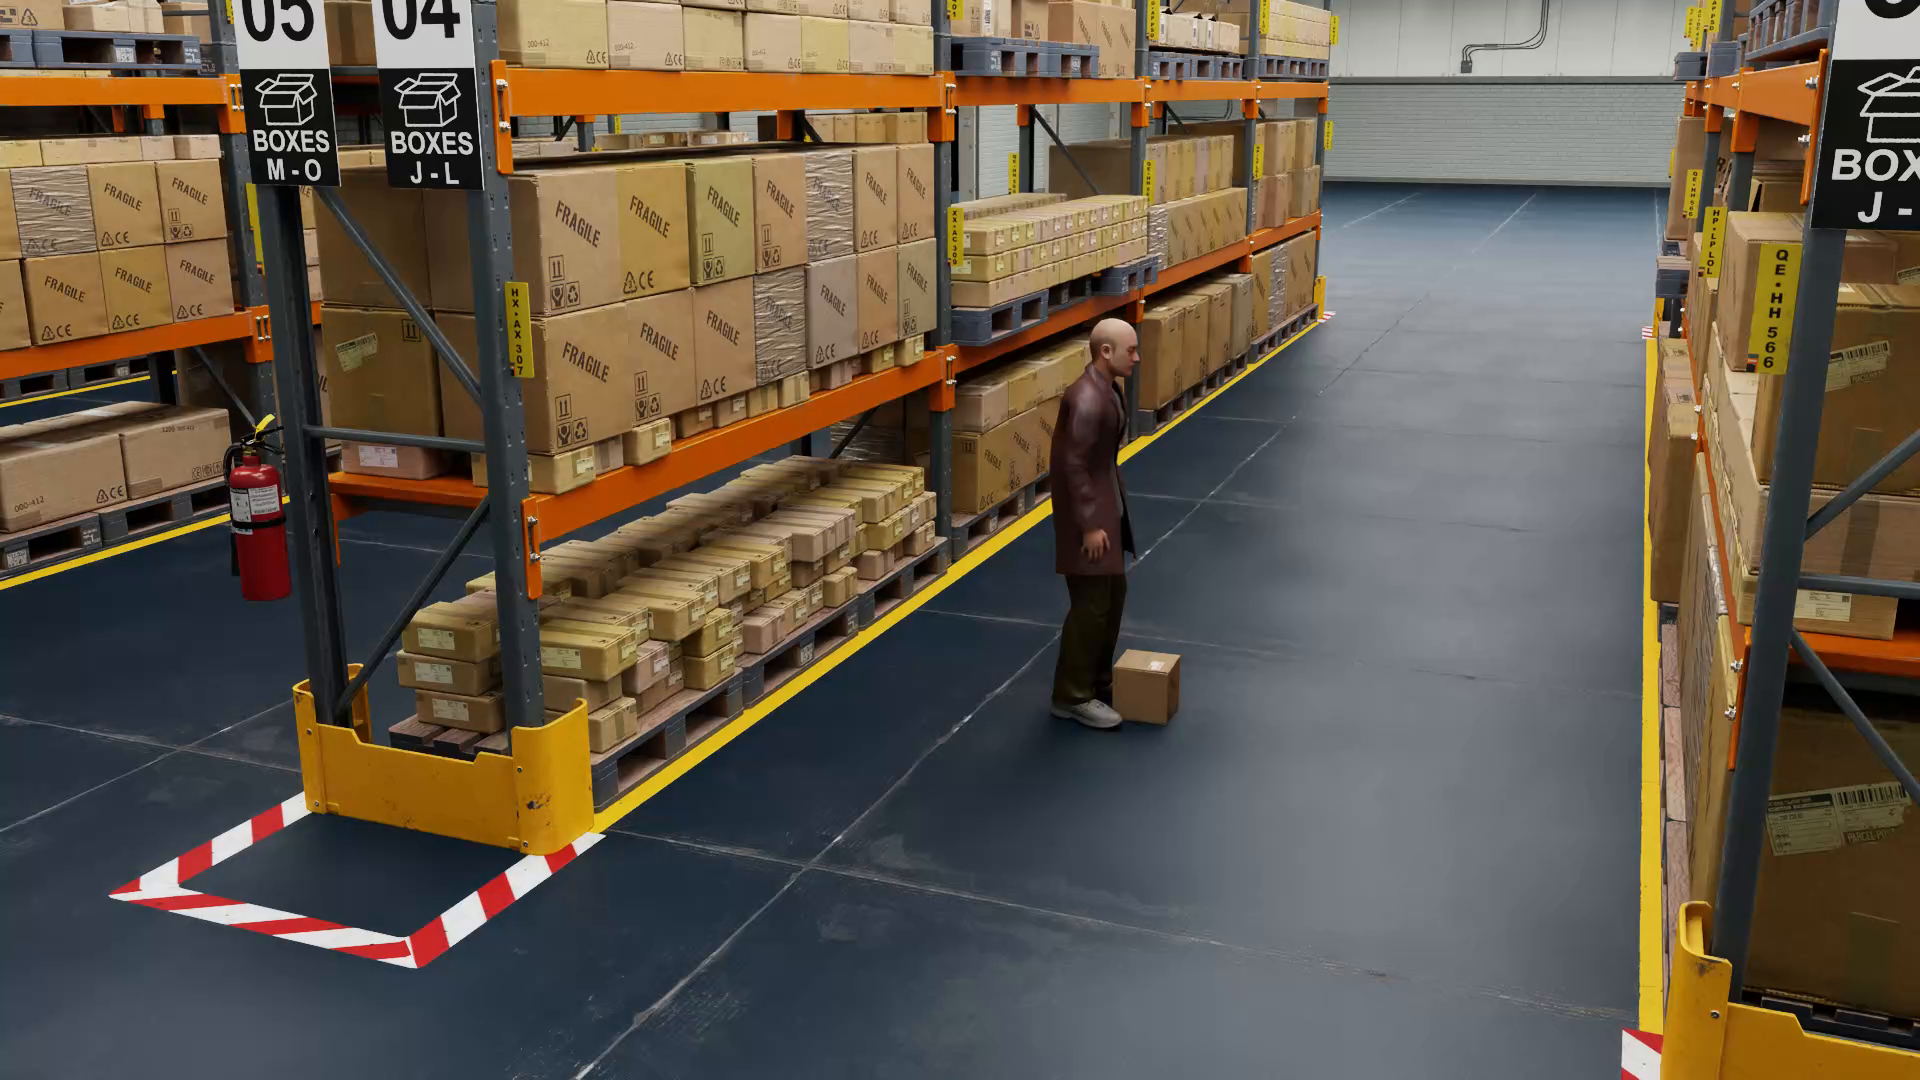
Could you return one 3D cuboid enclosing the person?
[{"bbox_3d":[0.615,-0.069,7.424,0.420,1.711,0.655,5,16,18],"label":"person"}]
